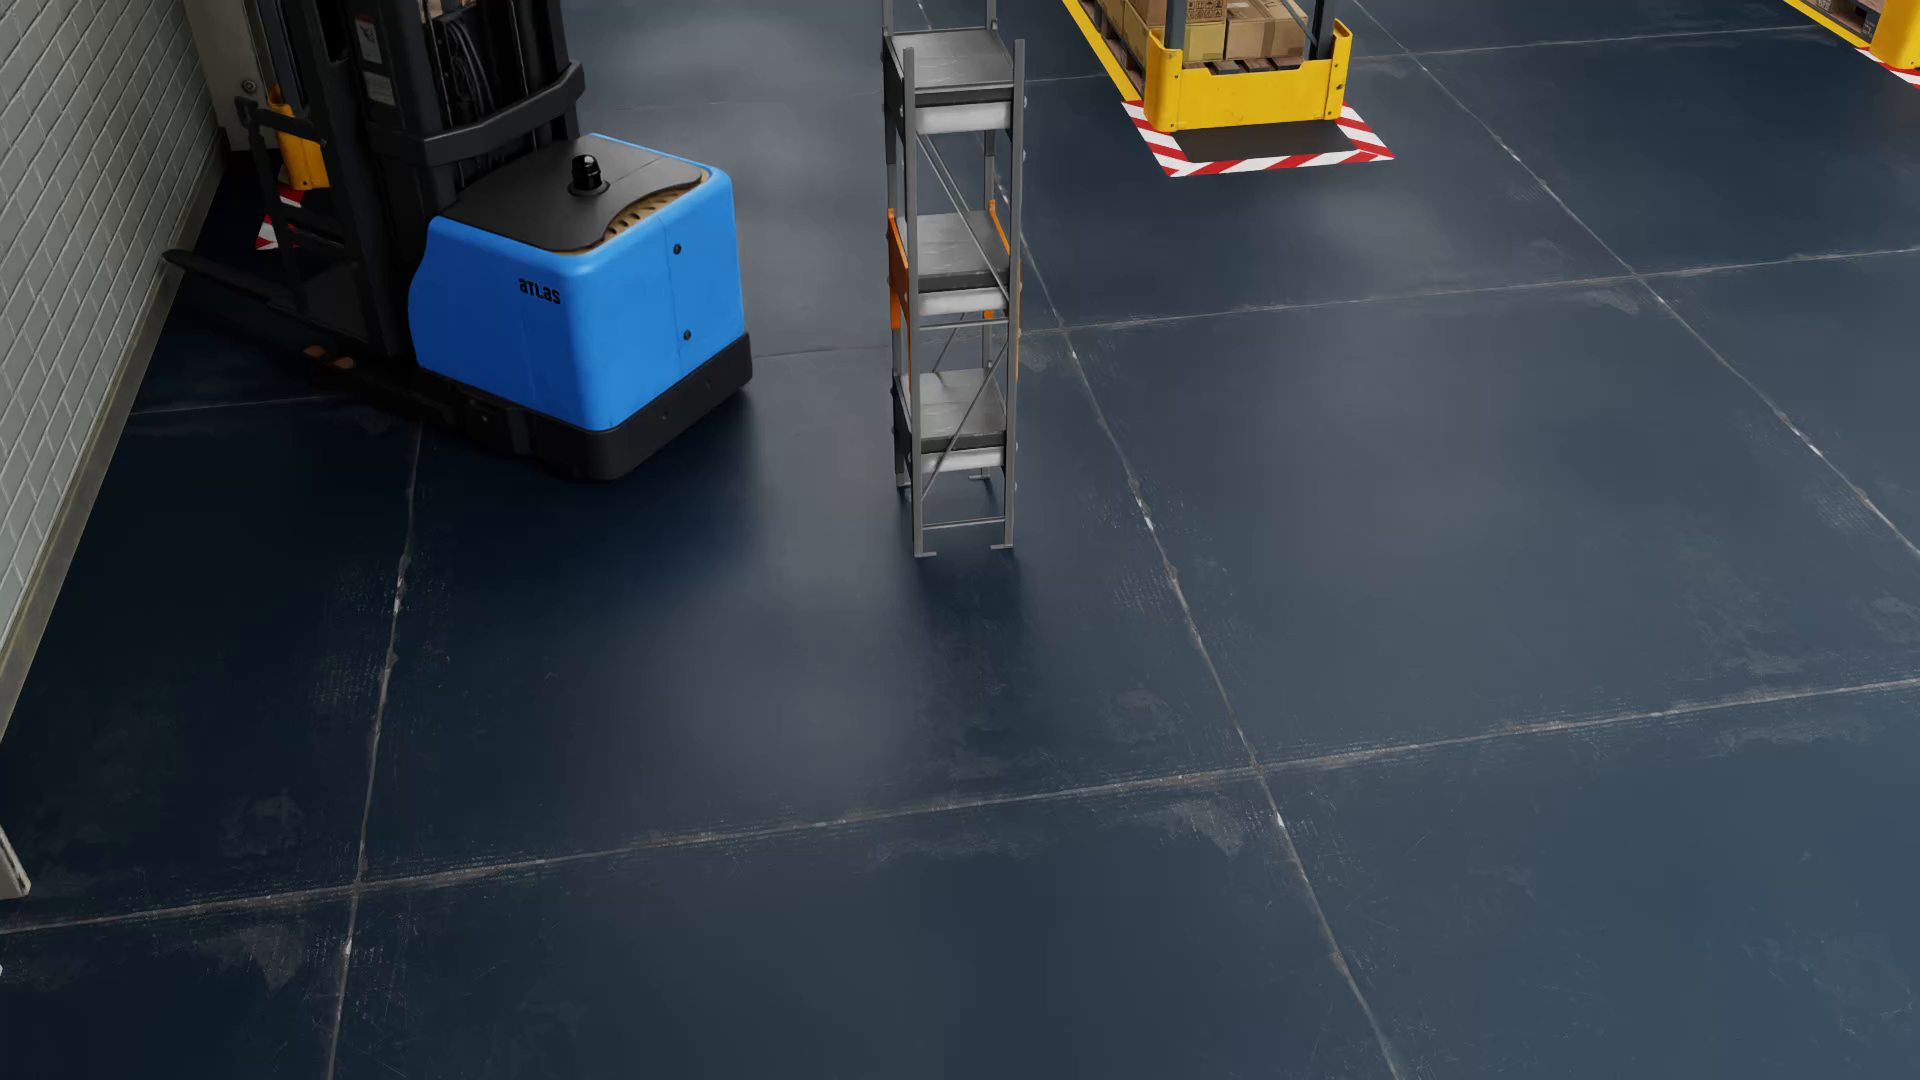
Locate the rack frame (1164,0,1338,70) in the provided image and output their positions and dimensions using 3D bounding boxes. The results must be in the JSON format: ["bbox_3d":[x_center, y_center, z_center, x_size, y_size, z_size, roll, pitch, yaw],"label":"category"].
[{"bbox_3d":[1.702,-3.780,9.171,1.000,3.000,0.127,-6,38,-8],"label":"rack frame"}]

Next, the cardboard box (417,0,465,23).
[{"bbox_3d":[-3.307,-3.129,10.165,0.500,0.311,0.500,-3,38,-4],"label":"cardboard box"}]

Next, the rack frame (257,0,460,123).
[{"bbox_3d":[-3.174,-3.245,8.482,1.000,3.000,0.127,-6,38,-8],"label":"rack frame"}]

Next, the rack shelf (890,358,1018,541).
[{"bbox_3d":[-0.029,-0.366,6.672,0.431,0.518,0.480,-6,38,-8],"label":"rack shelf"}]

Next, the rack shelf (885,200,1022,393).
[{"bbox_3d":[-0.029,-0.918,6.243,0.431,0.518,0.480,-6,38,-8],"label":"rack shelf"}]

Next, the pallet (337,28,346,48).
[{"bbox_3d":[-3.506,-3.420,10.980,1.003,0.211,1.213,-6,38,-8],"label":"pallet"}]

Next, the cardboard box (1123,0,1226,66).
[{"bbox_3d":[1.317,-3.152,10.261,0.500,0.250,0.500,-6,38,-8],"label":"cardboard box"}]

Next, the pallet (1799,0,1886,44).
[{"bbox_3d":[6.383,-3.741,11.394,1.003,0.211,1.213,-6,38,-8],"label":"pallet"}]

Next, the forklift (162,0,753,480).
[{"bbox_3d":[-2.474,-2.082,7.041,3.031,2.935,1.130,20,42,24],"label":"forklift"}]

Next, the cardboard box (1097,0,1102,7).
[{"bbox_3d":[1.128,-3.755,11.037,0.500,0.250,0.500,-6,38,-8],"label":"cardboard box"}]

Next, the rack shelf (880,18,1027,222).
[{"bbox_3d":[-0.029,-1.471,5.813,0.431,0.518,0.480,-6,38,-8],"label":"rack shelf"}]

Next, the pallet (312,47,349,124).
[{"bbox_3d":[-3.295,-2.684,10.033,1.003,0.211,1.213,-6,38,-8],"label":"pallet"}]

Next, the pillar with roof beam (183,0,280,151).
[{"bbox_3d":[0.090,-6.407,7.662,9.100,9.000,0.400,-6,38,-8],"label":"pillar with roof beam"}]

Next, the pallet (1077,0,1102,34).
[{"bbox_3d":[1.316,-3.872,11.561,1.003,0.211,1.213,-6,38,-8],"label":"pallet"}]

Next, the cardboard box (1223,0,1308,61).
[{"bbox_3d":[1.827,-3.208,10.333,0.500,0.250,0.500,-6,38,-8],"label":"cardboard box"}]

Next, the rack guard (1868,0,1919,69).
[{"bbox_3d":[6.520,-3.364,10.673,1.175,0.500,0.348,-6,38,-8],"label":"rack guard"}]

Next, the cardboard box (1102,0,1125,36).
[{"bbox_3d":[1.218,-3.453,10.648,0.500,0.250,0.500,-6,38,-8],"label":"cardboard box"}]

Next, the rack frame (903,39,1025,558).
[{"bbox_3d":[0.014,-0.782,6.045,0.400,2.100,0.015,-6,38,-8],"label":"rack frame"}]

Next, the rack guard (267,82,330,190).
[{"bbox_3d":[-3.187,-2.304,9.308,1.175,0.500,0.348,-6,38,-8],"label":"rack guard"}]

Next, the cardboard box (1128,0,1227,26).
[{"bbox_3d":[1.315,-3.448,10.031,0.500,0.500,0.500,-6,38,-8],"label":"cardboard box"}]

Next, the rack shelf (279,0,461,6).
[{"bbox_3d":[-3.525,-4.169,10.258,1.077,0.370,4.000,-6,38,-8],"label":"rack shelf"}]

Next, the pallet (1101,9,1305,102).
[{"bbox_3d":[1.527,-3.136,10.615,1.003,0.211,1.213,-6,38,-8],"label":"pallet"}]

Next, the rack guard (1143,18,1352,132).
[{"bbox_3d":[1.706,-2.778,9.919,1.175,0.500,0.348,-6,38,-8],"label":"rack guard"}]

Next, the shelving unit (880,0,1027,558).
[{"bbox_3d":[-0.029,-0.929,6.235,0.431,2.100,0.503,-6,38,-8],"label":"shelving unit"}]

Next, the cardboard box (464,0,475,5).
[{"bbox_3d":[-3.386,-3.652,10.685,0.700,0.500,0.500,-9,39,-11],"label":"cardboard box"}]

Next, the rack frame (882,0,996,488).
[{"bbox_3d":[-0.072,-1.077,6.424,0.400,2.100,0.015,-6,38,-8],"label":"rack frame"}]
